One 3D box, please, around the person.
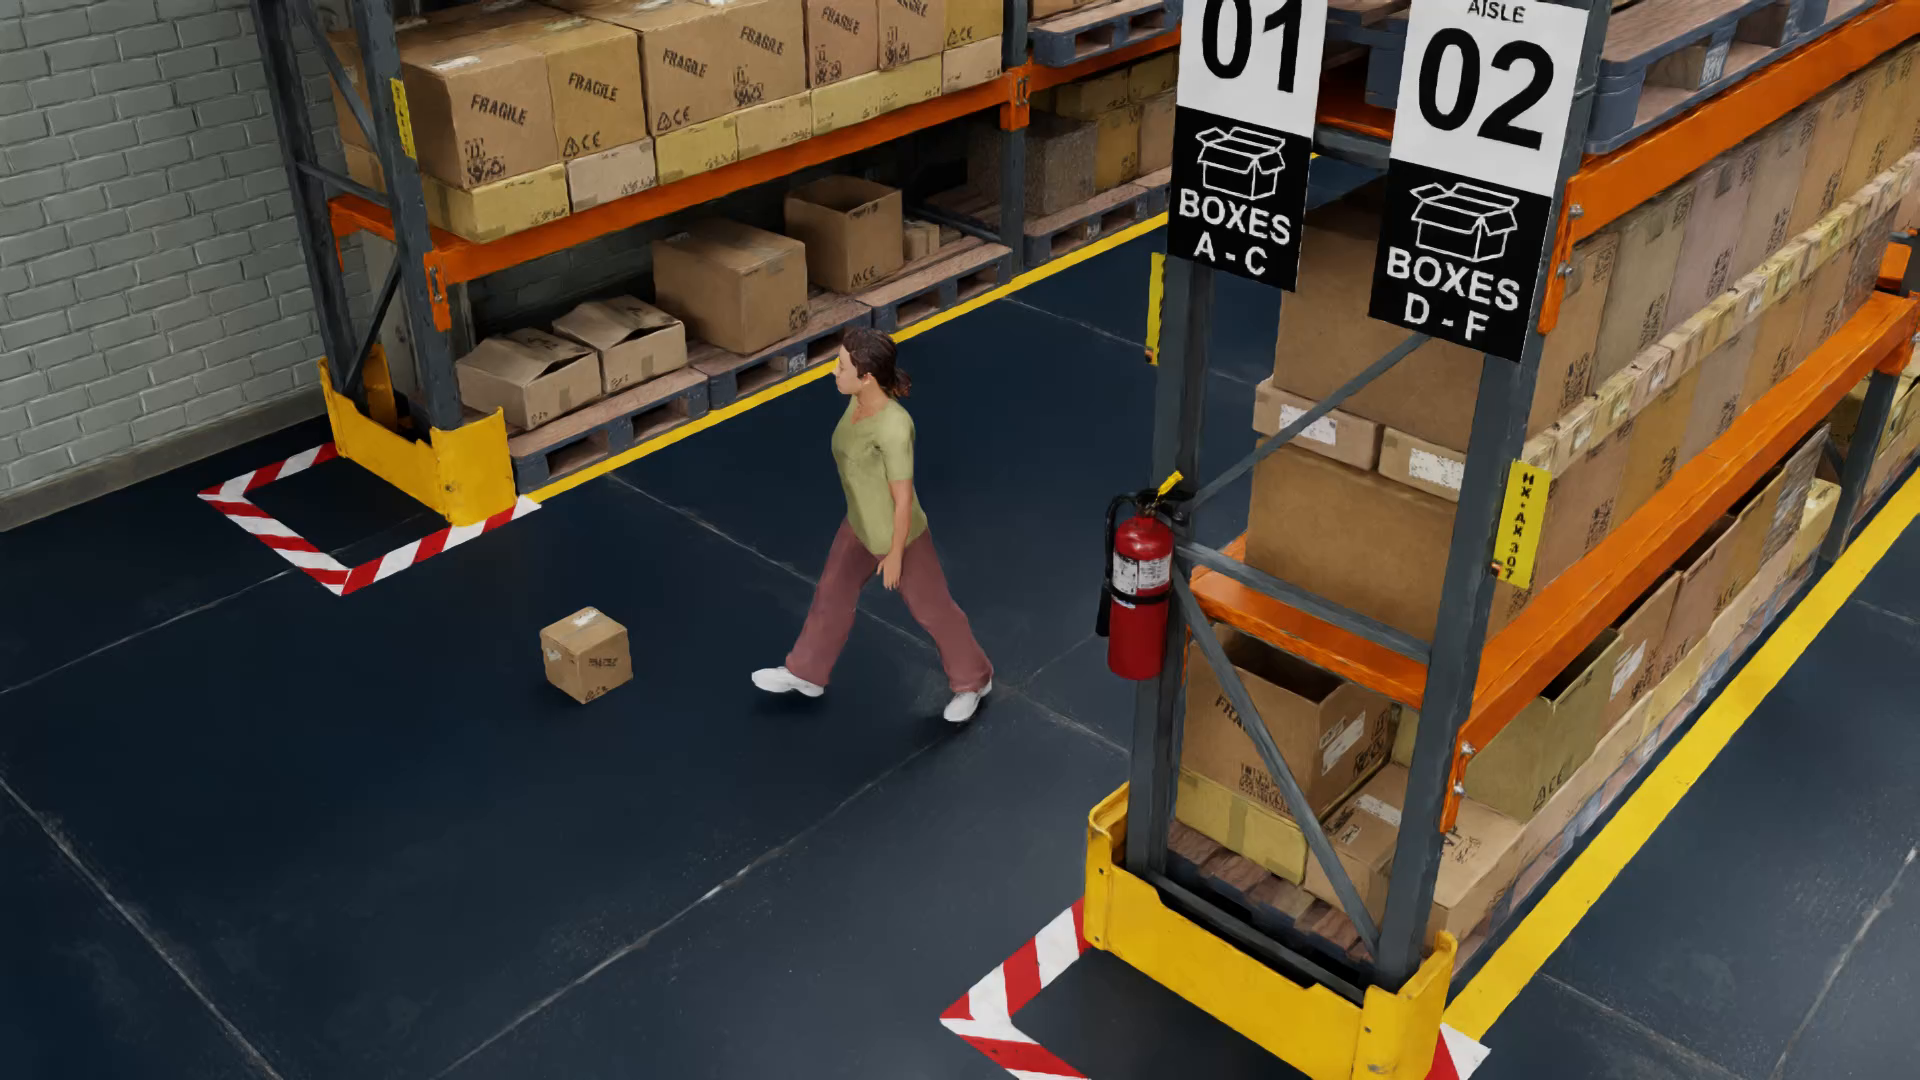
[{"bbox_3d":[-0.324,-0.018,6.221,0.900,1.575,0.541,-13,34,-21],"label":"person"}]
